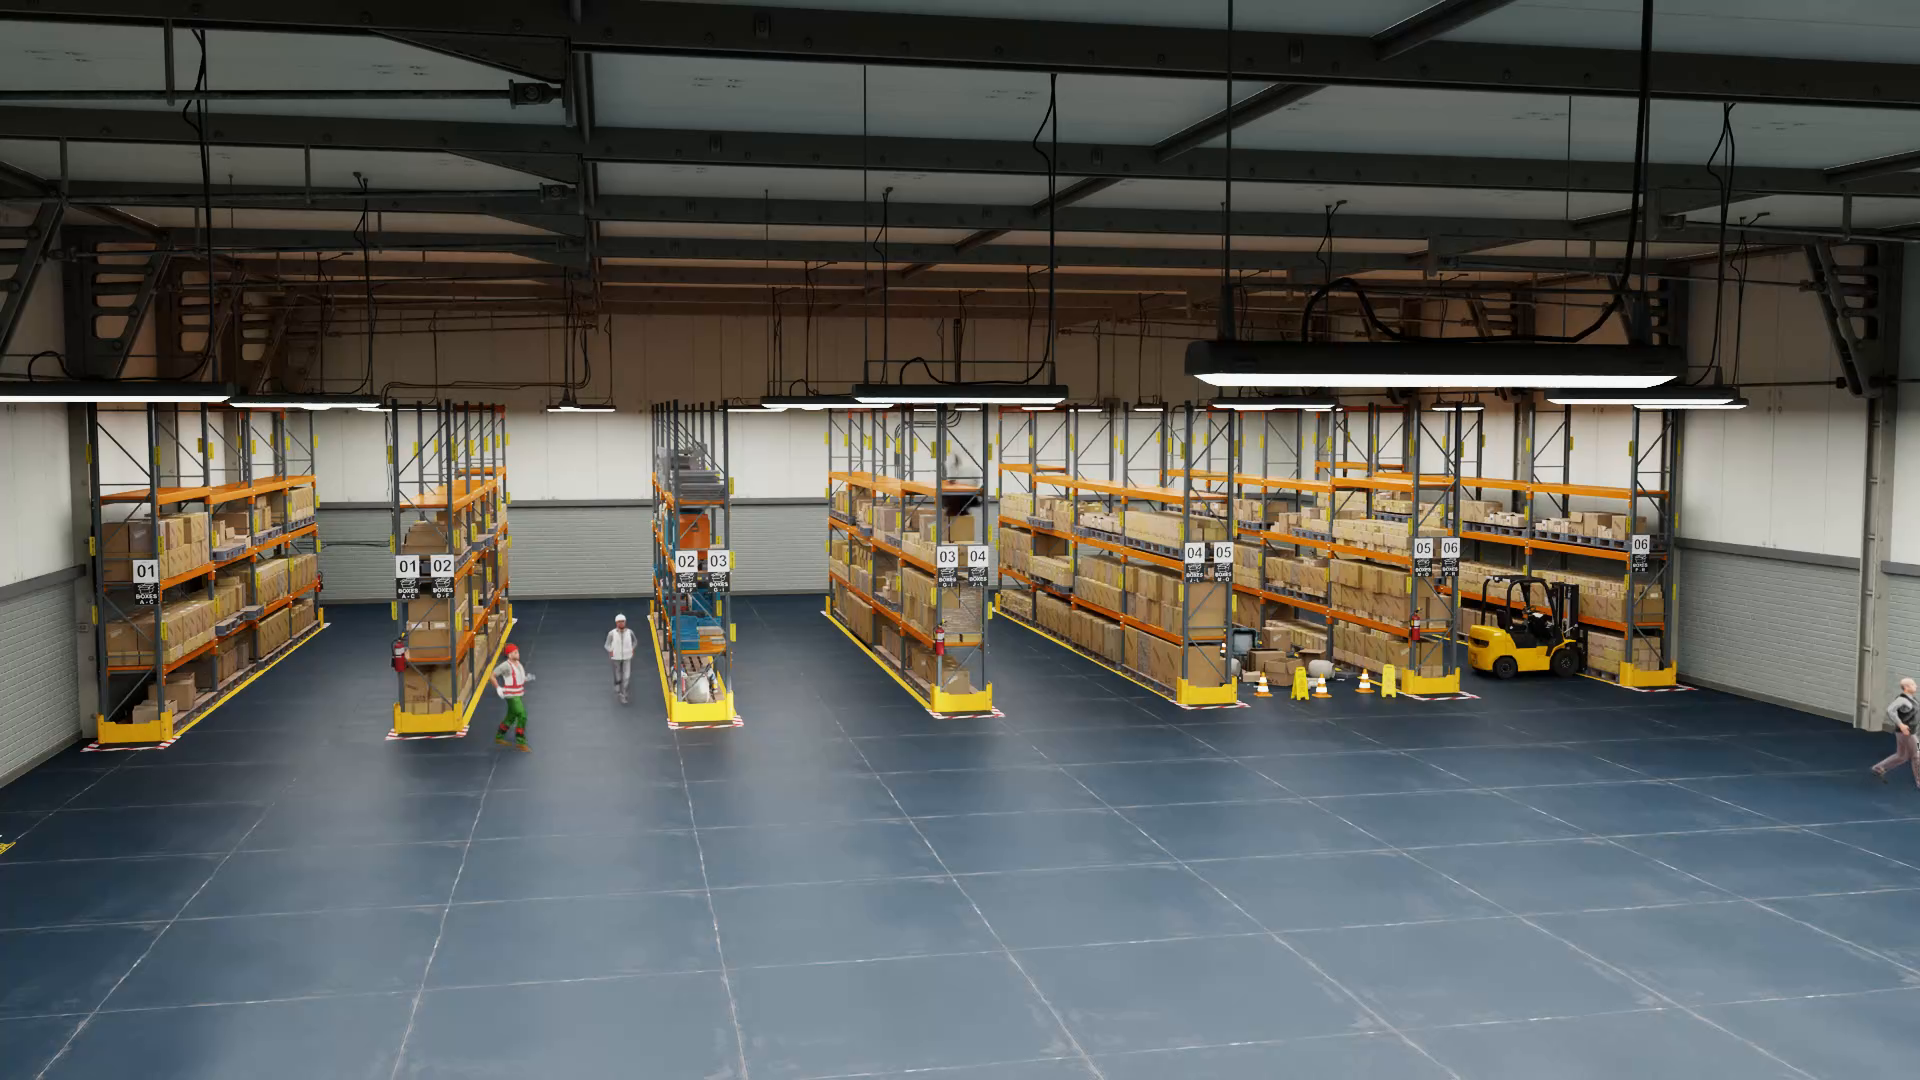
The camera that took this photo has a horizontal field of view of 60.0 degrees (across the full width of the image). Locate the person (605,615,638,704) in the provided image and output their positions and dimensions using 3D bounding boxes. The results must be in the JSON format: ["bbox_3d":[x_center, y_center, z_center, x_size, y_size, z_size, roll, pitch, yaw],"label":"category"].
[{"bbox_3d":[-6.753,2.363,33.209,0.661,1.757,0.792,-1,5,-18],"label":"person"}]

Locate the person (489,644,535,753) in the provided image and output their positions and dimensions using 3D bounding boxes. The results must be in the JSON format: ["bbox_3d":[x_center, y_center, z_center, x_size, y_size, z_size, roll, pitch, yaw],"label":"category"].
[{"bbox_3d":[-7.605,2.693,28.278,0.799,1.846,0.651,1,4,11],"label":"person"}]

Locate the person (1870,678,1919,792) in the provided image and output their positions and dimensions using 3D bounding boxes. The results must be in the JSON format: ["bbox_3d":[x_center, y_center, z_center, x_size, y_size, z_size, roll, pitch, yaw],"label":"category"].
[{"bbox_3d":[14.335,2.981,25.168,0.966,1.631,0.655,3,5,36],"label":"person"}]
